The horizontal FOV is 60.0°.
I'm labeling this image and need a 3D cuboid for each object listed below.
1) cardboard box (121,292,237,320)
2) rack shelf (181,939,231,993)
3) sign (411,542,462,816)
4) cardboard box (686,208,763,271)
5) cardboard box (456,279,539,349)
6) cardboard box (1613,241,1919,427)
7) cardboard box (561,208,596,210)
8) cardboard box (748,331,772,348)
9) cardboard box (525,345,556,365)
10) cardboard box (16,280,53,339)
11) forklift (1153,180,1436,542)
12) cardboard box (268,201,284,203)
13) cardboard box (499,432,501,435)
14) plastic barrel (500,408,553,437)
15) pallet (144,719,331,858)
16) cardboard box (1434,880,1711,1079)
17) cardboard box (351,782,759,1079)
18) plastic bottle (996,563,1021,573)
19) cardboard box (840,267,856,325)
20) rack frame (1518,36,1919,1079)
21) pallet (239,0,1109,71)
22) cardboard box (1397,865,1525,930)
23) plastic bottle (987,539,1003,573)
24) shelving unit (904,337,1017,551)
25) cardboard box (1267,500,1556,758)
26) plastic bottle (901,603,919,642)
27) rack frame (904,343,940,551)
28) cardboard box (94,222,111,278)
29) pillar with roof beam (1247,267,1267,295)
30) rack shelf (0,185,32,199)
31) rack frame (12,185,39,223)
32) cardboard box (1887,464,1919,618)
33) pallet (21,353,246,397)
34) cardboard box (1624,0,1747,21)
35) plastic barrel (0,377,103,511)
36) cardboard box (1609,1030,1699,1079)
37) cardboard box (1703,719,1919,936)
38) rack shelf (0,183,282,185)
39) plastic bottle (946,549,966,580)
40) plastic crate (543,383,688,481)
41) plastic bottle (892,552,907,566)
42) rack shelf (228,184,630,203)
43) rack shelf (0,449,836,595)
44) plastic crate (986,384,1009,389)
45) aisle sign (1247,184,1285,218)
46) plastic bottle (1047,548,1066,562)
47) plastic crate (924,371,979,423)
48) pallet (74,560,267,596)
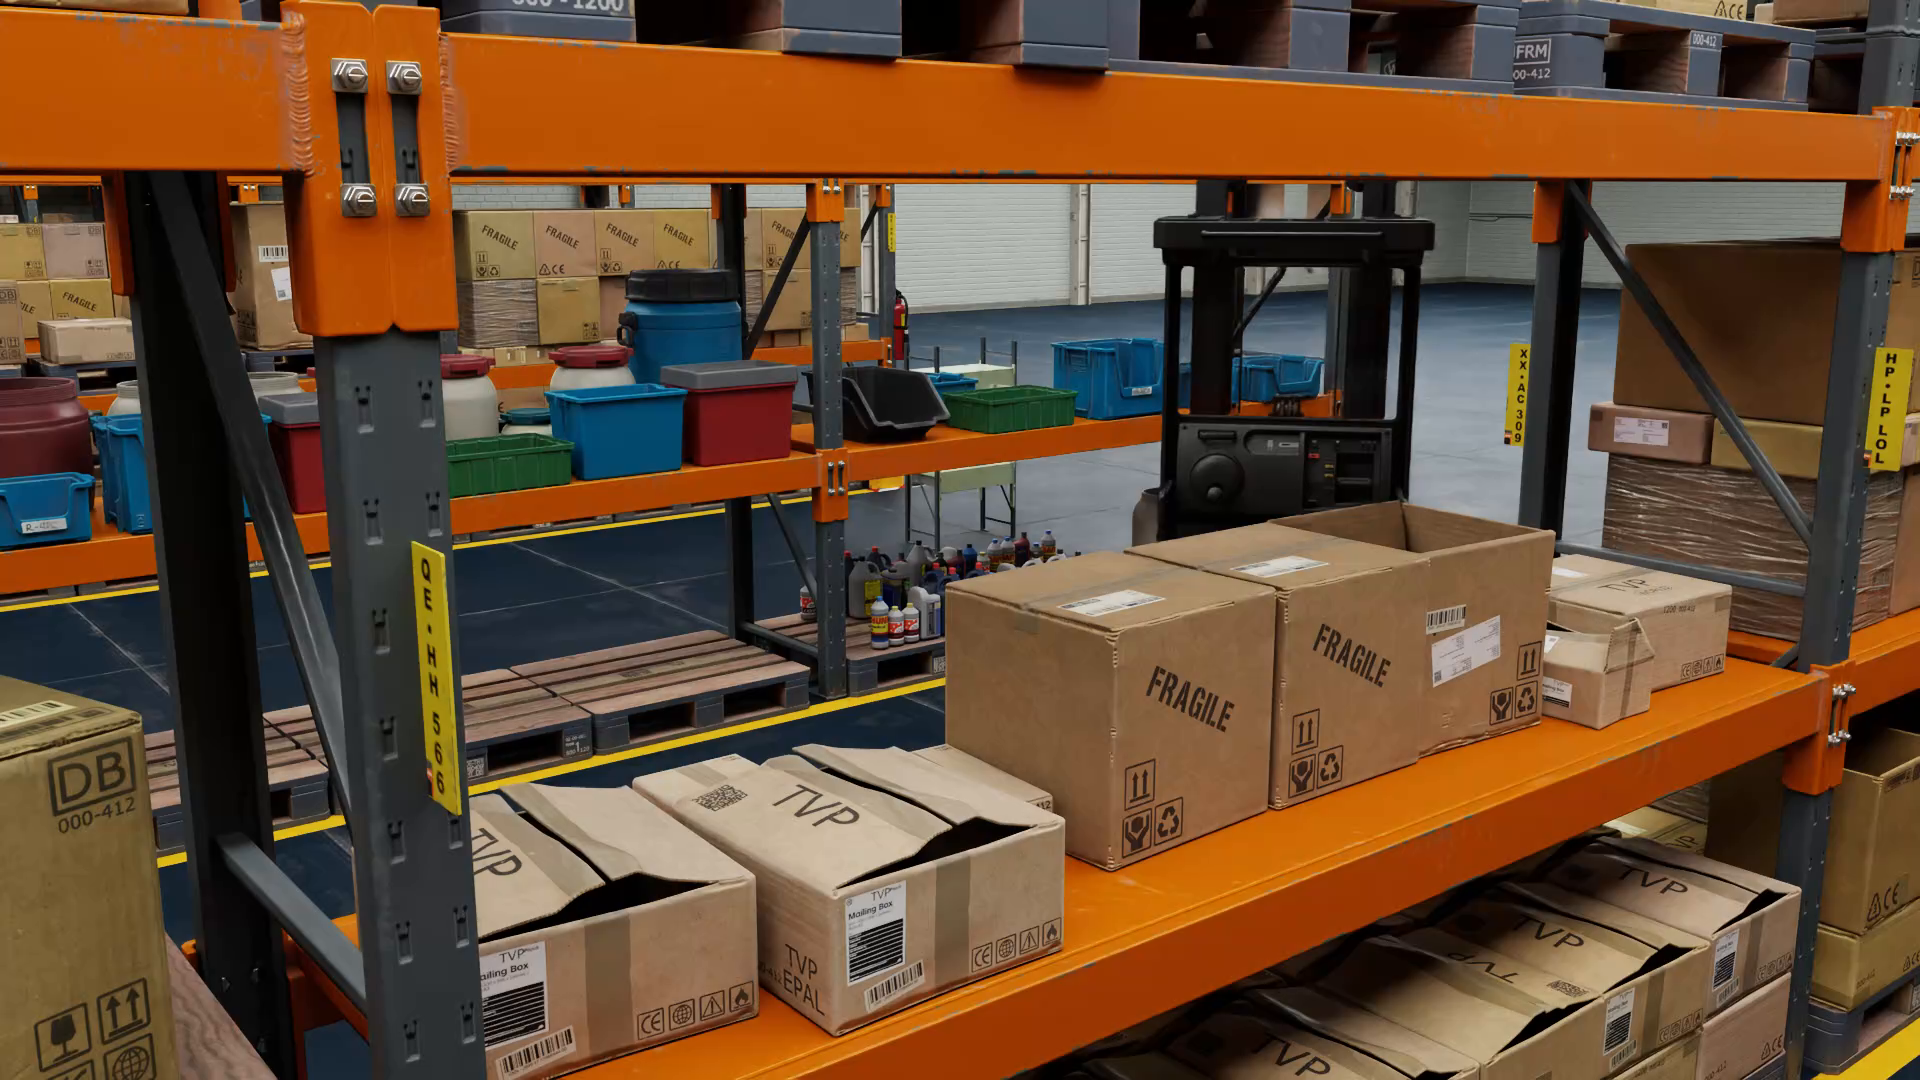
[{"bbox_3d":[-5.341,-1.533,11.368,0.637,0.503,0.797,-8,14,-32],"label":"cardboard box"},{"bbox_3d":[-2.545,1.220,1.392,4.000,0.370,1.077,-9,15,-38],"label":"rack shelf"},{"bbox_3d":[-0.637,0.168,2.018,0.005,0.325,0.100,-9,15,-38],"label":"sign"},{"bbox_3d":[-1.976,-2.478,13.713,0.500,0.500,0.500,-9,15,-38],"label":"cardboard box"},{"bbox_3d":[-3.655,-1.760,12.739,0.500,0.500,0.875,-9,15,-38],"label":"cardboard box"},{"bbox_3d":[2.483,-0.652,5.114,0.500,0.500,0.700,-9,15,-37],"label":"cardboard box"},{"bbox_3d":[-3.085,-2.434,13.504,0.500,0.500,0.500,-9,15,-38],"label":"cardboard box"},{"bbox_3d":[-1.800,-1.714,14.085,0.250,0.149,0.380,-9,15,-38],"label":"cardboard box"},{"bbox_3d":[-3.308,-1.441,12.797,0.250,0.149,0.380,-9,15,-38],"label":"cardboard box"},{"bbox_3d":[-8.490,-2.075,14.940,0.500,0.500,0.500,-10,15,-38],"label":"cardboard box"},{"bbox_3d":[1.391,-0.336,7.153,1.130,2.935,3.031,2,12,11],"label":"forklift"},{"bbox_3d":[-8.586,-4.036,21.050,0.500,0.500,0.700,-10,15,-38],"label":"cardboard box"},{"bbox_3d":[-3.708,-0.545,12.982,0.500,0.500,0.500,-10,16,-39],"label":"cardboard box"},{"bbox_3d":[-2.081,-0.499,8.092,0.301,0.262,0.301,0,12,0],"label":"plastic barrel"},{"bbox_3d":[-3.446,1.075,7.058,1.213,0.211,1.003,-9,15,-38],"label":"pallet"},{"bbox_3d":[1.601,1.123,4.378,0.500,0.311,0.500,-9,15,-36],"label":"cardboard box"},{"bbox_3d":[-0.672,0.612,2.737,0.500,0.311,0.500,-8,15,-34],"label":"cardboard box"},{"bbox_3d":[0.305,0.265,9.656,0.135,0.276,0.152,-9,15,-38],"label":"plastic bottle"},{"bbox_3d":[-1.369,-2.164,14.640,0.500,0.500,0.875,-9,15,-38],"label":"cardboard box"},{"bbox_3d":[2.140,0.090,4.984,0.127,3.000,1.000,-9,15,-38],"label":"rack frame"},{"bbox_3d":[-0.509,-0.868,2.730,1.003,0.211,1.213,-9,15,-35],"label":"pallet"},{"bbox_3d":[1.268,1.033,4.803,0.500,0.311,0.500,-10,15,-38],"label":"cardboard box"},{"bbox_3d":[0.216,0.129,10.311,0.097,0.271,0.097,0,12,0],"label":"plastic bottle"},{"bbox_3d":[0.005,-0.735,12.477,0.755,1.500,0.431,-9,15,-38],"label":"shelving unit"},{"bbox_3d":[1.119,0.206,4.194,0.500,0.500,0.500,-8,14,-34],"label":"cardboard box"},{"bbox_3d":[-0.270,0.443,8.998,0.097,0.201,0.097,0,12,0],"label":"plastic bottle"},{"bbox_3d":[-0.281,-0.687,12.253,0.023,1.500,0.400,-9,15,-38],"label":"rack frame"},{"bbox_3d":[-7.850,-2.740,15.665,0.500,0.500,0.700,-10,15,-39],"label":"cardboard box"},{"bbox_3d":[10.107,-9.855,37.373,0.548,9.000,9.100,-9,15,-38],"label":"pillar with roof beam"},{"bbox_3d":[-14.902,-4.785,22.452,4.000,0.370,1.077,-9,15,-38],"label":"rack shelf"},{"bbox_3d":[-13.340,-3.929,23.911,0.127,3.000,1.000,-9,15,-38],"label":"rack frame"},{"bbox_3d":[2.891,-0.087,5.576,0.500,0.500,0.700,-10,15,-38],"label":"cardboard box"},{"bbox_3d":[-5.649,-1.168,11.369,1.213,0.211,1.003,-9,15,-38],"label":"pallet"},{"bbox_3d":[1.653,-1.431,4.275,0.500,0.250,0.500,-8,14,-32],"label":"cardboard box"},{"bbox_3d":[-3.902,-0.371,6.826,0.708,0.536,0.600,-9,15,-38],"label":"plastic barrel"},{"bbox_3d":[1.601,1.396,4.443,0.500,0.250,0.500,-10,15,-39],"label":"cardboard box"},{"bbox_3d":[2.698,0.853,5.192,0.500,0.500,0.500,-9,15,-38],"label":"cardboard box"},{"bbox_3d":[-5.607,-2.373,11.094,4.000,0.370,1.077,-9,15,-38],"label":"rack shelf"},{"bbox_3d":[-0.030,0.199,9.949,0.133,0.283,0.061,-9,15,-38],"label":"plastic bottle"},{"bbox_3d":[-1.618,-0.513,7.859,0.575,0.384,0.392,-9,15,-38],"label":"plastic crate"},{"bbox_3d":[-0.377,0.216,9.868,0.133,0.283,0.061,-8,14,-34],"label":"plastic bottle"},{"bbox_3d":[-5.503,-3.710,17.388,4.000,0.370,1.077,-9,15,-38],"label":"rack shelf"},{"bbox_3d":[-2.513,-0.103,7.622,4.000,0.370,1.077,-9,15,-38],"label":"rack shelf"},{"bbox_3d":[0.158,-0.837,9.982,0.437,0.136,0.530,-9,15,-38],"label":"plastic crate"},{"bbox_3d":[2.045,-2.561,11.211,0.004,0.787,0.394,-9,15,-38],"label":"aisle sign"},{"bbox_3d":[0.563,0.225,9.664,0.185,0.351,0.144,-9,15,-35],"label":"plastic bottle"},{"bbox_3d":[-0.257,-0.829,9.668,0.616,0.251,0.499,-9,15,-38],"label":"plastic crate"},{"bbox_3d":[-5.606,0.107,11.616,1.213,0.211,1.003,-9,15,-38],"label":"pallet"}]
